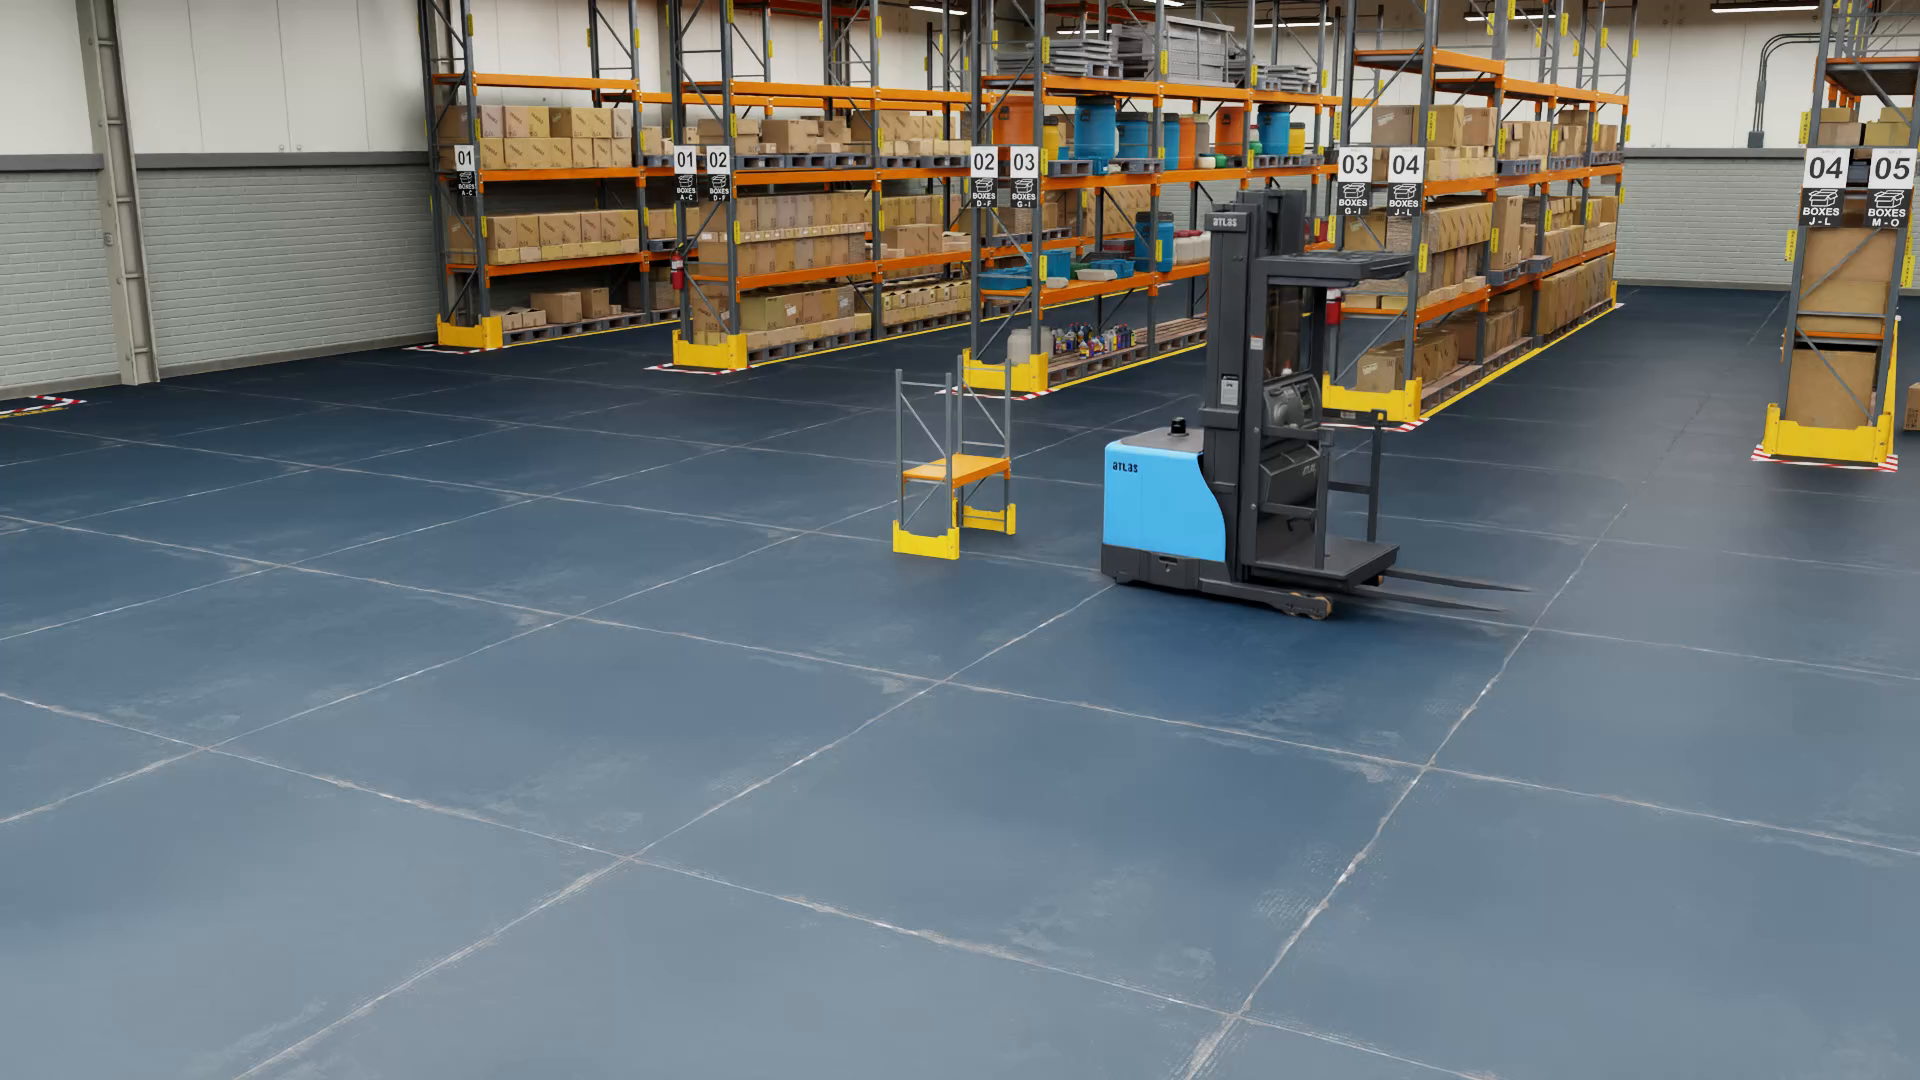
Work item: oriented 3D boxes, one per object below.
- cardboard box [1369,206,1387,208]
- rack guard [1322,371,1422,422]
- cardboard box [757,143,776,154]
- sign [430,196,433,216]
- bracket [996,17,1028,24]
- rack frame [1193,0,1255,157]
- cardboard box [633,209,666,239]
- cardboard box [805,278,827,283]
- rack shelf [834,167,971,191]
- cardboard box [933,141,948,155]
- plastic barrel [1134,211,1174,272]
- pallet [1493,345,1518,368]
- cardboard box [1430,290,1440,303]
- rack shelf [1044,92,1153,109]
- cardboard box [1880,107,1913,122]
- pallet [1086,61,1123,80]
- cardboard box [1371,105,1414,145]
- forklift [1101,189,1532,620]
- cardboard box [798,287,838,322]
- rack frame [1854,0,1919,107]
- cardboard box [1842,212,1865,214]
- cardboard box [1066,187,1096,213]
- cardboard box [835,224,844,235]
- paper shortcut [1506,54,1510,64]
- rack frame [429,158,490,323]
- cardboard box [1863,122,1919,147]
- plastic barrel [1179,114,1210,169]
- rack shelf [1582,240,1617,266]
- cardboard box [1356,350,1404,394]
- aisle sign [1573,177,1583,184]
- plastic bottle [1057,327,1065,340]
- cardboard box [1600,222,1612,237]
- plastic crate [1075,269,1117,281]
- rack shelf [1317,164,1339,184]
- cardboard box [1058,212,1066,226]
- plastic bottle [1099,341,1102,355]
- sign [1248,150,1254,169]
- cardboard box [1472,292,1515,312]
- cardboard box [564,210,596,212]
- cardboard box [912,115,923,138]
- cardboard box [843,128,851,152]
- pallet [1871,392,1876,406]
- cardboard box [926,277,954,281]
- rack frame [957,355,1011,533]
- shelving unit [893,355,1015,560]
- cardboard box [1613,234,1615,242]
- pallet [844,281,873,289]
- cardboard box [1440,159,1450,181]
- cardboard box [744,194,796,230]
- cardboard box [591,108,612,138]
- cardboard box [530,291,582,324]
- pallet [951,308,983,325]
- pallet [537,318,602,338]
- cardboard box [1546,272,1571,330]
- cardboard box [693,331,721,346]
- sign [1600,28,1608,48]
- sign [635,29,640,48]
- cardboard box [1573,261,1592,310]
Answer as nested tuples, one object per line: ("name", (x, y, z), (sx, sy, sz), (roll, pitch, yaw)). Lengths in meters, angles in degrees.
("cardboard box", (5.480, -3.973, 21.130), (0.500, 0.500, 0.500), (7, 15, 28))
("rack guard", (4.986, -1.747, 20.215), (1.175, 0.500, 0.348), (7, 15, 28))
("cardboard box", (-2.997, -5.900, 25.046), (0.380, 0.149, 0.250), (7, 15, 28))
("sign", (-8.535, -5.414, 26.946), (0.100, 0.325, 0.005), (7, 15, 28))
("bracket", (1.596, -13.641, 43.736), (0.076, 0.066, 3.189), (7, 15, 28))
("rack frame", (4.481, -8.066, 28.290), (1.000, 3.000, 0.127), (7, 15, 28))
("cardboard box", (-5.849, -5.814, 30.598), (0.700, 0.500, 0.500), (7, 15, 28))
("cardboard box", (-3.292, -5.746, 35.158), (0.750, 0.750, 0.750), (7, 15, 28))
("rack shelf", (-0.820, -6.410, 29.355), (1.077, 0.370, 4.000), (7, 15, 28))
("cardboard box", (-0.547, -6.976, 29.592), (0.500, 0.250, 0.500), (7, 15, 27))
("plastic barrel", (3.000, -4.617, 25.716), (0.600, 0.901, 0.708), (7, 15, 28))
("pallet", (7.847, -2.823, 25.293), (1.003, 0.211, 1.213), (7, 15, 28))
("cardboard box", (5.798, -3.059, 20.858), (0.380, 0.149, 0.250), (7, 15, 28))
("rack shelf", (3.048, -9.507, 35.811), (1.077, 0.370, 4.000), (7, 15, 28))
("cardboard box", (9.683, -4.373, 17.098), (0.380, 0.149, 0.250), (8, 15, 29))
("pallet", (1.585, -6.535, 23.198), (1.003, 0.211, 1.213), (7, 15, 28))
("cardboard box", (5.478, -5.188, 20.838), (0.500, 0.500, 0.500), (7, 15, 28))
("forklift", (2.577, -1.002, 11.934), (3.031, 2.935, 1.130), (9, 16, 34))
("cardboard box", (-2.310, -3.799, 26.760), (0.500, 0.500, 0.500), (7, 15, 28))
("rack frame", (15.044, -7.743, 26.949), (1.000, 3.000, 0.127), (7, 15, 28))
("cardboard box", (12.395, -4.240, 22.873), (0.700, 0.500, 0.500), (7, 15, 27))
("cardboard box", (2.555, -7.131, 34.868), (0.500, 0.500, 0.500), (8, 16, 29))
("cardboard box", (-2.102, -5.016, 26.842), (0.380, 0.149, 0.250), (7, 15, 28))
("paper shortcut", (8.996, -7.903, 27.316), (0.009, 0.170, 0.078), (19, -11, 25))
("rack frame", (-8.059, -4.631, 26.841), (1.000, 3.000, 0.127), (7, 15, 28))
("cardboard box", (9.701, -4.217, 17.300), (0.500, 0.250, 0.500), (7, 15, 28))
("plastic barrel", (3.894, -6.707, 27.986), (0.600, 0.901, 0.600), (0, 14, 0))
("rack shelf", (11.718, -5.469, 31.855), (1.077, 0.370, 4.000), (7, 15, 28))
("cardboard box", (5.266, -2.062, 20.624), (0.500, 0.500, 0.500), (11, 17, 38))
("aisle sign", (12.457, -7.542, 33.371), (0.394, 0.787, 0.004), (7, 15, 28))
("plastic bottle", (1.497, -3.010, 24.833), (0.144, 0.351, 0.185), (7, 15, 28))
("cardboard box", (12.437, -6.068, 32.487), (0.500, 0.250, 0.500), (7, 15, 27))
("plastic crate", (1.984, -3.839, 24.119), (0.530, 0.136, 0.437), (7, 15, 28))
("rack shelf", (7.382, -7.489, 33.832), (1.077, 0.370, 4.000), (7, 15, 28))
("cardboard box", (2.098, -6.712, 35.262), (0.500, 0.500, 0.500), (8, 16, 29))
("plastic bottle", (2.025, -2.809, 24.319), (0.097, 0.201, 0.097), (0, 14, 0))
("sign", (4.966, -6.496, 28.401), (0.100, 0.325, 0.005), (7, 15, 28))
("cardboard box", (8.272, -3.701, 25.778), (0.500, 0.250, 0.500), (9, 16, 34))
("cardboard box", (-6.788, -5.574, 29.432), (0.500, 0.500, 0.500), (7, 15, 28))
("cardboard box", (-1.190, -9.418, 37.908), (0.500, 0.500, 0.500), (7, 15, 28))
("cardboard box", (-2.779, -8.645, 35.941), (0.700, 0.500, 0.500), (6, 15, 25))
("pallet", (10.740, -1.682, 20.561), (1.003, 0.211, 1.213), (7, 15, 28))
("cardboard box", (-0.363, -4.777, 31.223), (0.500, 0.311, 0.500), (8, 16, 30))
("rack frame", (0.205, -0.816, 14.218), (0.500, 1.500, 0.032), (7, 15, 28))
("shelving unit", (-0.037, -0.713, 13.793), (0.587, 1.500, 1.083), (7, 15, 28))
("cardboard box", (12.801, -5.997, 33.045), (0.380, 0.149, 0.250), (8, 16, 29))
("pallet", (-2.565, -5.570, 36.687), (1.003, 0.211, 1.213), (7, 15, 28))
("cardboard box", (5.653, -4.508, 20.253), (0.500, 0.250, 0.500), (7, 15, 27))
("cardboard box", (-2.965, -5.067, 25.668), (0.700, 0.500, 0.500), (7, 15, 28))
("cardboard box", (-6.387, -7.206, 28.734), (0.500, 0.500, 0.500), (8, 16, 31))
("cardboard box", (-6.971, -4.023, 28.714), (0.700, 0.500, 0.500), (6, 15, 25))
("pallet", (-0.285, -4.191, 30.968), (1.003, 0.211, 1.213), (7, 15, 28))
("pallet", (-7.007, -3.703, 28.941), (1.003, 0.211, 1.213), (7, 15, 28))
("cardboard box", (9.607, -4.081, 28.197), (1.225, 0.875, 0.875), (7, 15, 28))
("cardboard box", (-3.720, -3.081, 25.384), (0.500, 0.250, 0.500), (7, 15, 28))
("sign", (11.232, -8.759, 29.002), (0.100, 0.325, 0.005), (7, 15, 28))
("sign", (-5.659, -8.795, 29.152), (0.100, 0.325, 0.005), (7, 15, 28))
("cardboard box", (11.140, -4.706, 30.793), (0.875, 0.875, 0.875), (7, 15, 28))
